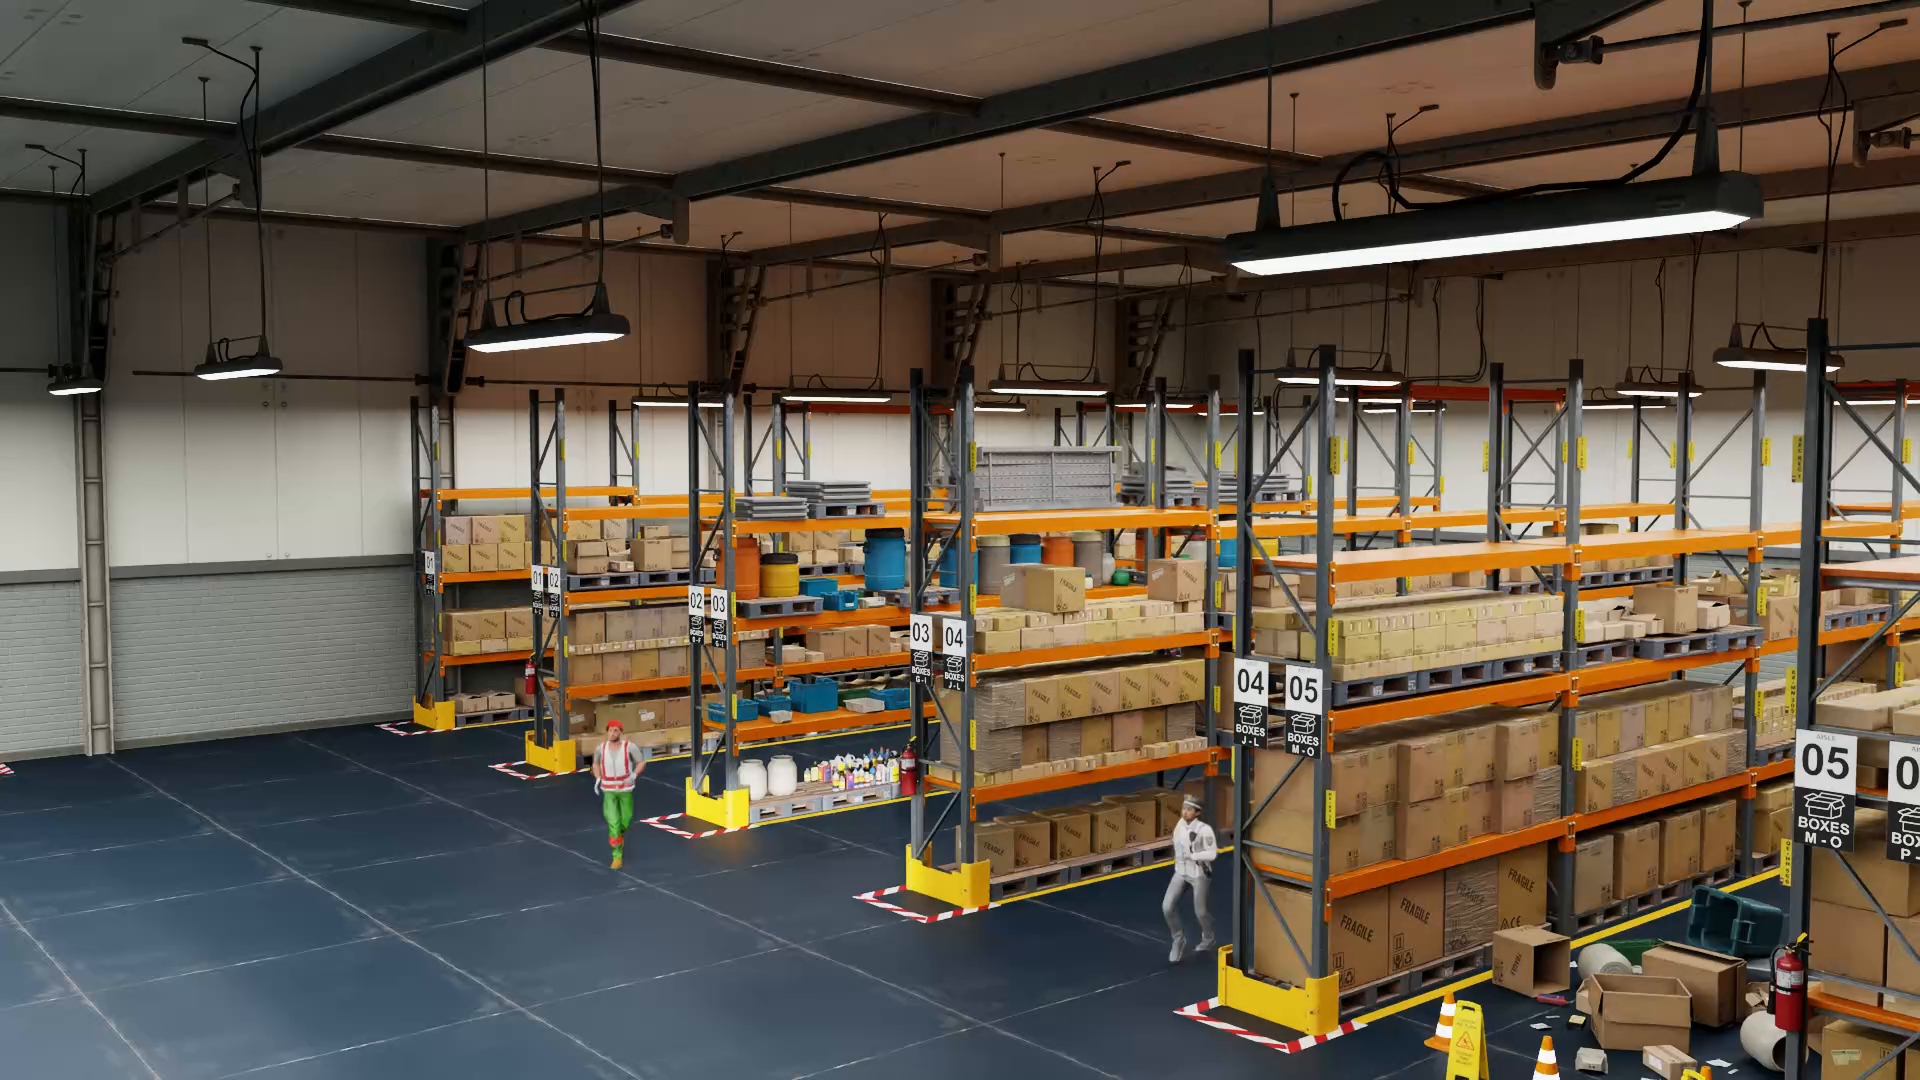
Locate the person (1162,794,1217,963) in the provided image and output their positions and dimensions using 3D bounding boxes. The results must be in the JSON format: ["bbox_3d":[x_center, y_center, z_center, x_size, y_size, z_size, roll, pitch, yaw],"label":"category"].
[{"bbox_3d":[2.331,3.354,16.541,0.596,1.712,0.736,3,4,41],"label":"person"}]

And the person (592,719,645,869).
[{"bbox_3d":[-4.195,3.081,20.430,0.646,1.779,0.816,0,3,-7],"label":"person"}]
